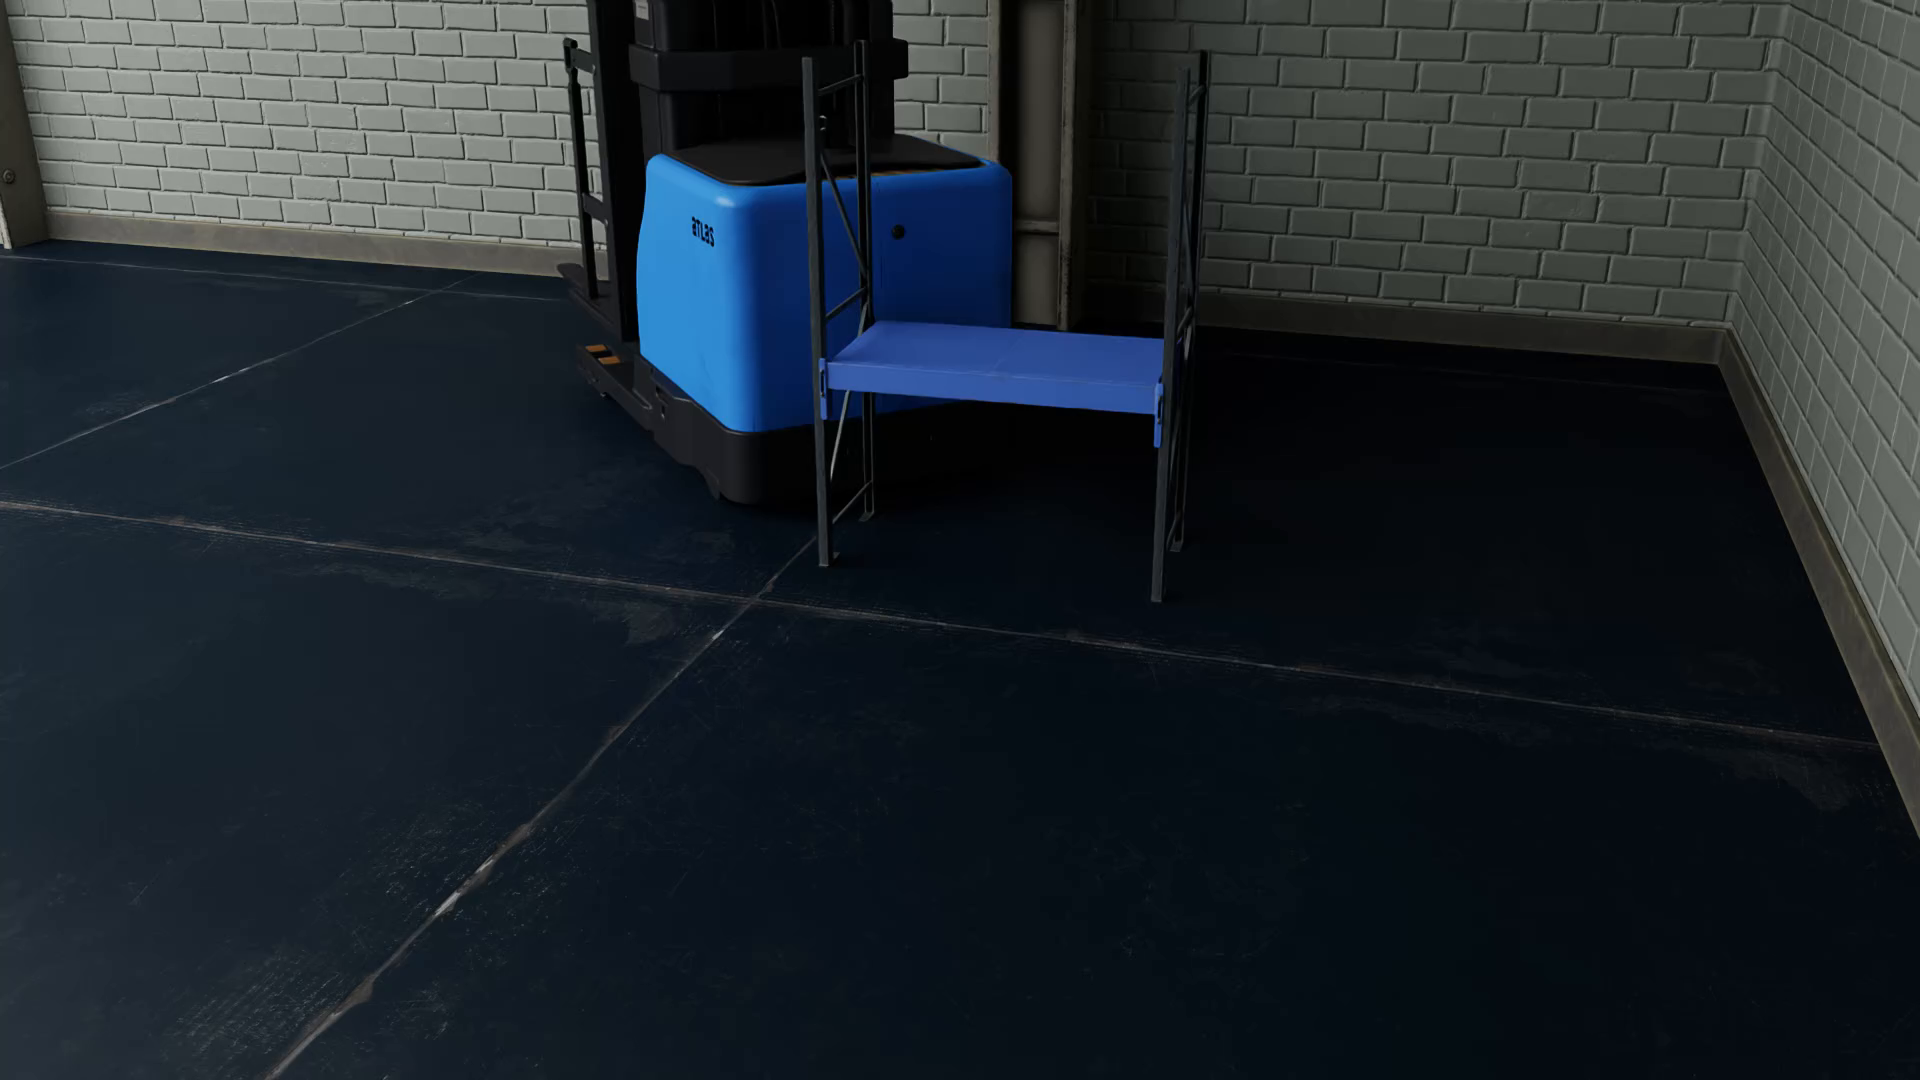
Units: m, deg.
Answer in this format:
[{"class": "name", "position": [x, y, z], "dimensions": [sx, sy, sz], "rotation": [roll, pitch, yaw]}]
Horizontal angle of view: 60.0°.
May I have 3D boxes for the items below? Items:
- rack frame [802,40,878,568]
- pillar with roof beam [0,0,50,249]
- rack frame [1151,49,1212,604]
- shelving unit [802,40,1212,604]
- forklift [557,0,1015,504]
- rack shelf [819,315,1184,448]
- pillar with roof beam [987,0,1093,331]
[{"class": "rack frame", "position": [-0.350, -0.701, 5.002], "dimensions": [0.032, 1.500, 0.500], "rotation": [6, 23, 14]}, {"class": "pillar with roof beam", "position": [-6.634, -4.288, 3.866], "dimensions": [0.400, 9.000, 9.100], "rotation": [7, 23, 16]}, {"class": "rack frame", "position": [0.633, -0.603, 4.763], "dimensions": [0.032, 1.500, 0.500], "rotation": [6, 23, 14]}, {"class": "shelving unit", "position": [0.141, -0.652, 4.882], "dimensions": [1.048, 1.500, 0.538], "rotation": [6, 23, 14]}, {"class": "forklift", "position": [-0.921, -1.993, 6.266], "dimensions": [1.130, 2.935, 3.031], "rotation": [-11, 25, -24]}, {"class": "rack shelf", "position": [0.141, -0.485, 4.950], "dimensions": [1.000, 0.185, 0.538], "rotation": [6, 23, 14]}, {"class": "pillar with roof beam", "position": [-0.889, -3.630, 2.263], "dimensions": [0.400, 9.000, 9.100], "rotation": [7, 23, 16]}]
